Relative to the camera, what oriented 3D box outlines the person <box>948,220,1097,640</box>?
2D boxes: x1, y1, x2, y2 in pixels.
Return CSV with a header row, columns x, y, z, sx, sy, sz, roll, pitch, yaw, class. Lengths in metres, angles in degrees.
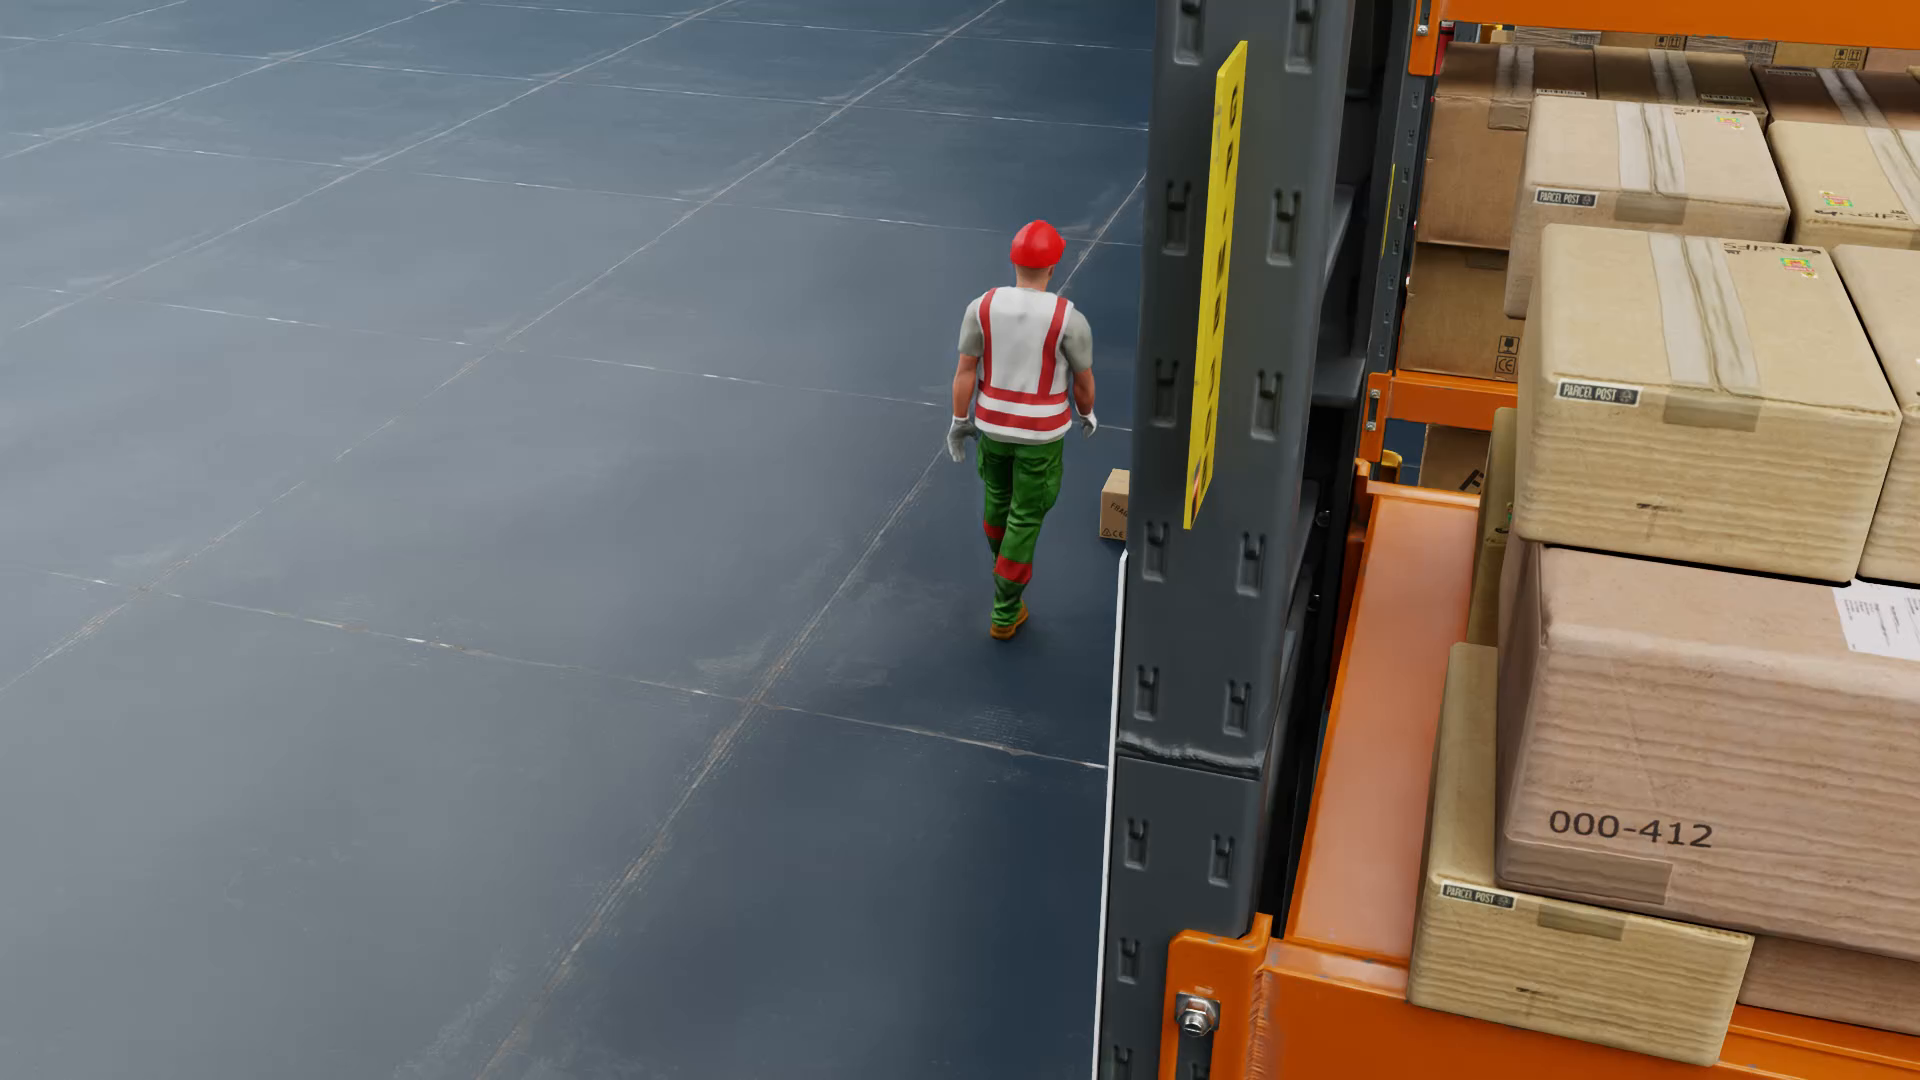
x,y,z,sx,sy,sz,roll,pitch,yaw,class
0.298,-0.522,7.012,0.578,1.756,0.808,12,31,20,person
